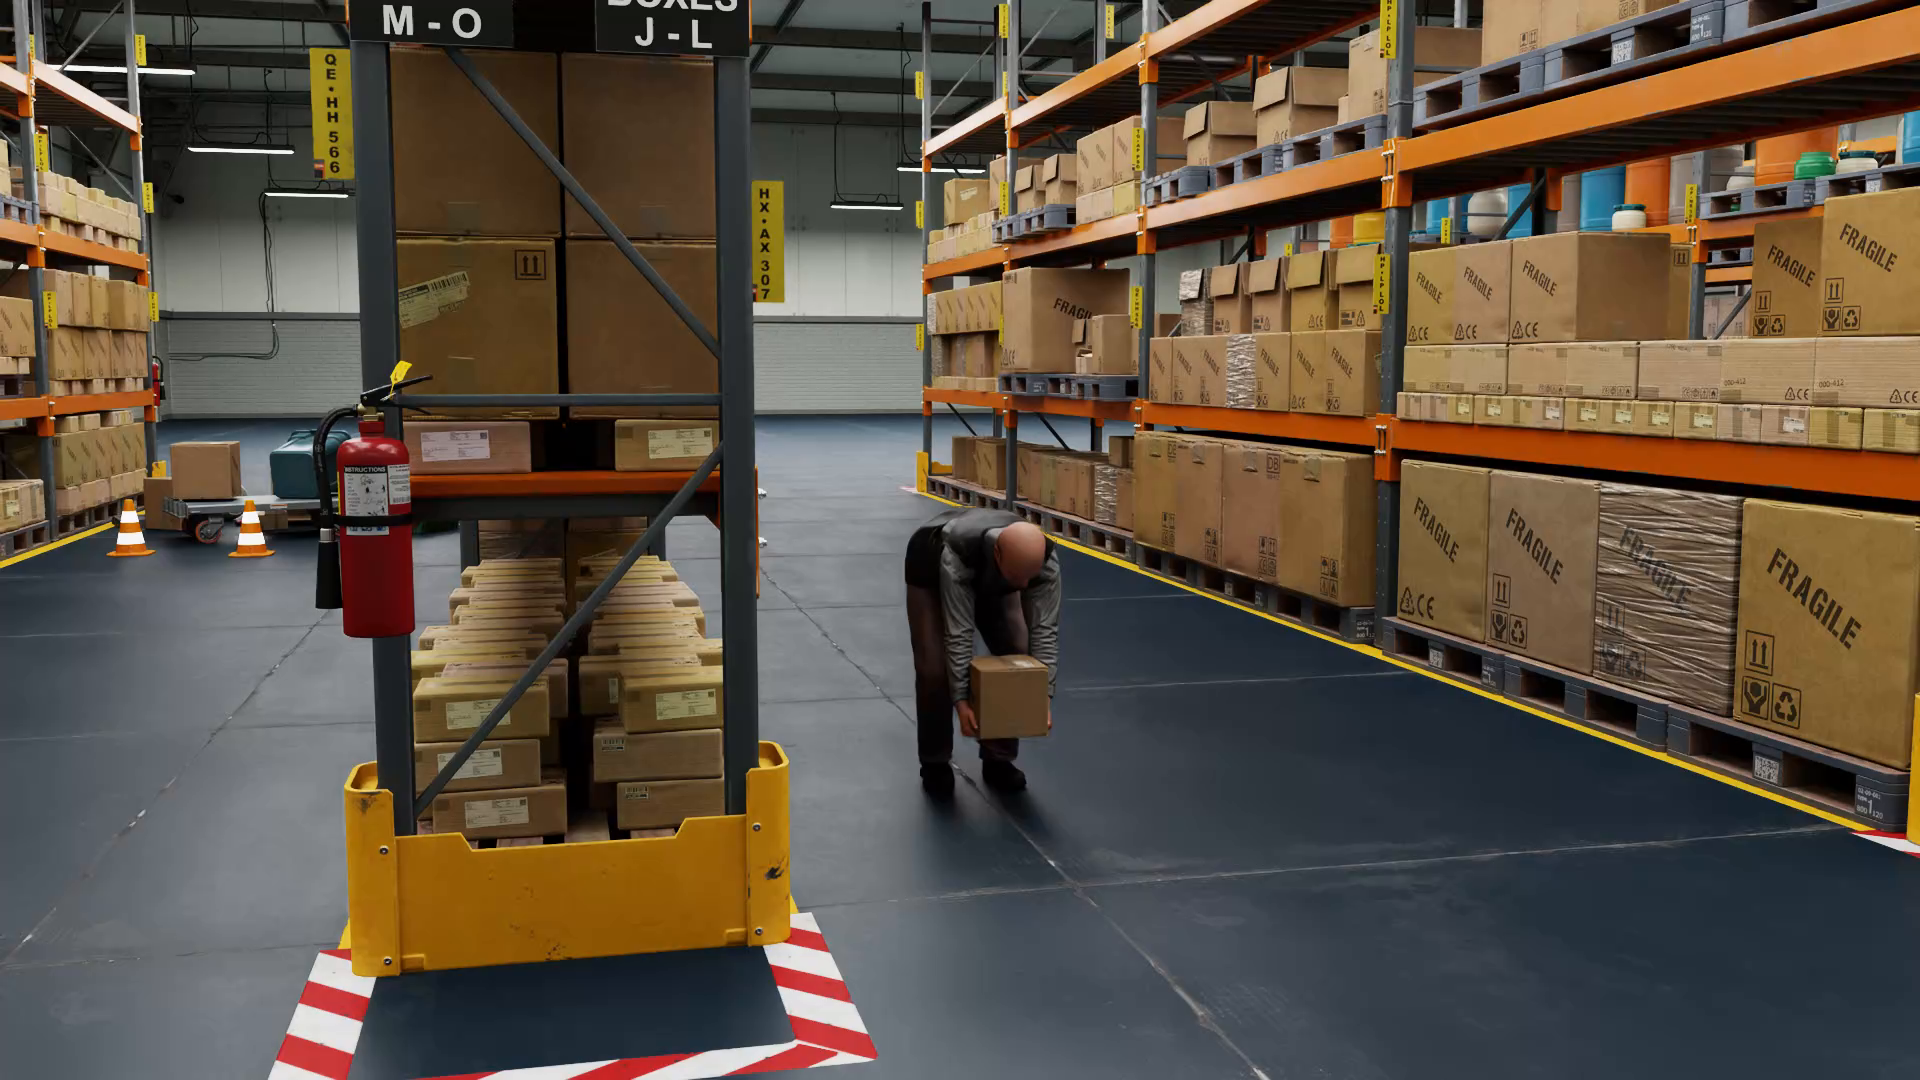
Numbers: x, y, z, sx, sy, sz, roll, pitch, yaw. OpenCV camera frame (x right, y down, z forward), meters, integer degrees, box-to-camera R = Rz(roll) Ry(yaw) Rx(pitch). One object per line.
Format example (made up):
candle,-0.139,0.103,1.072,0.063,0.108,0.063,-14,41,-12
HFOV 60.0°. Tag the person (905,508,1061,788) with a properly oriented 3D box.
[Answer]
person,0.088,0.421,6.211,0.490,1.064,0.949,-2,6,-17
